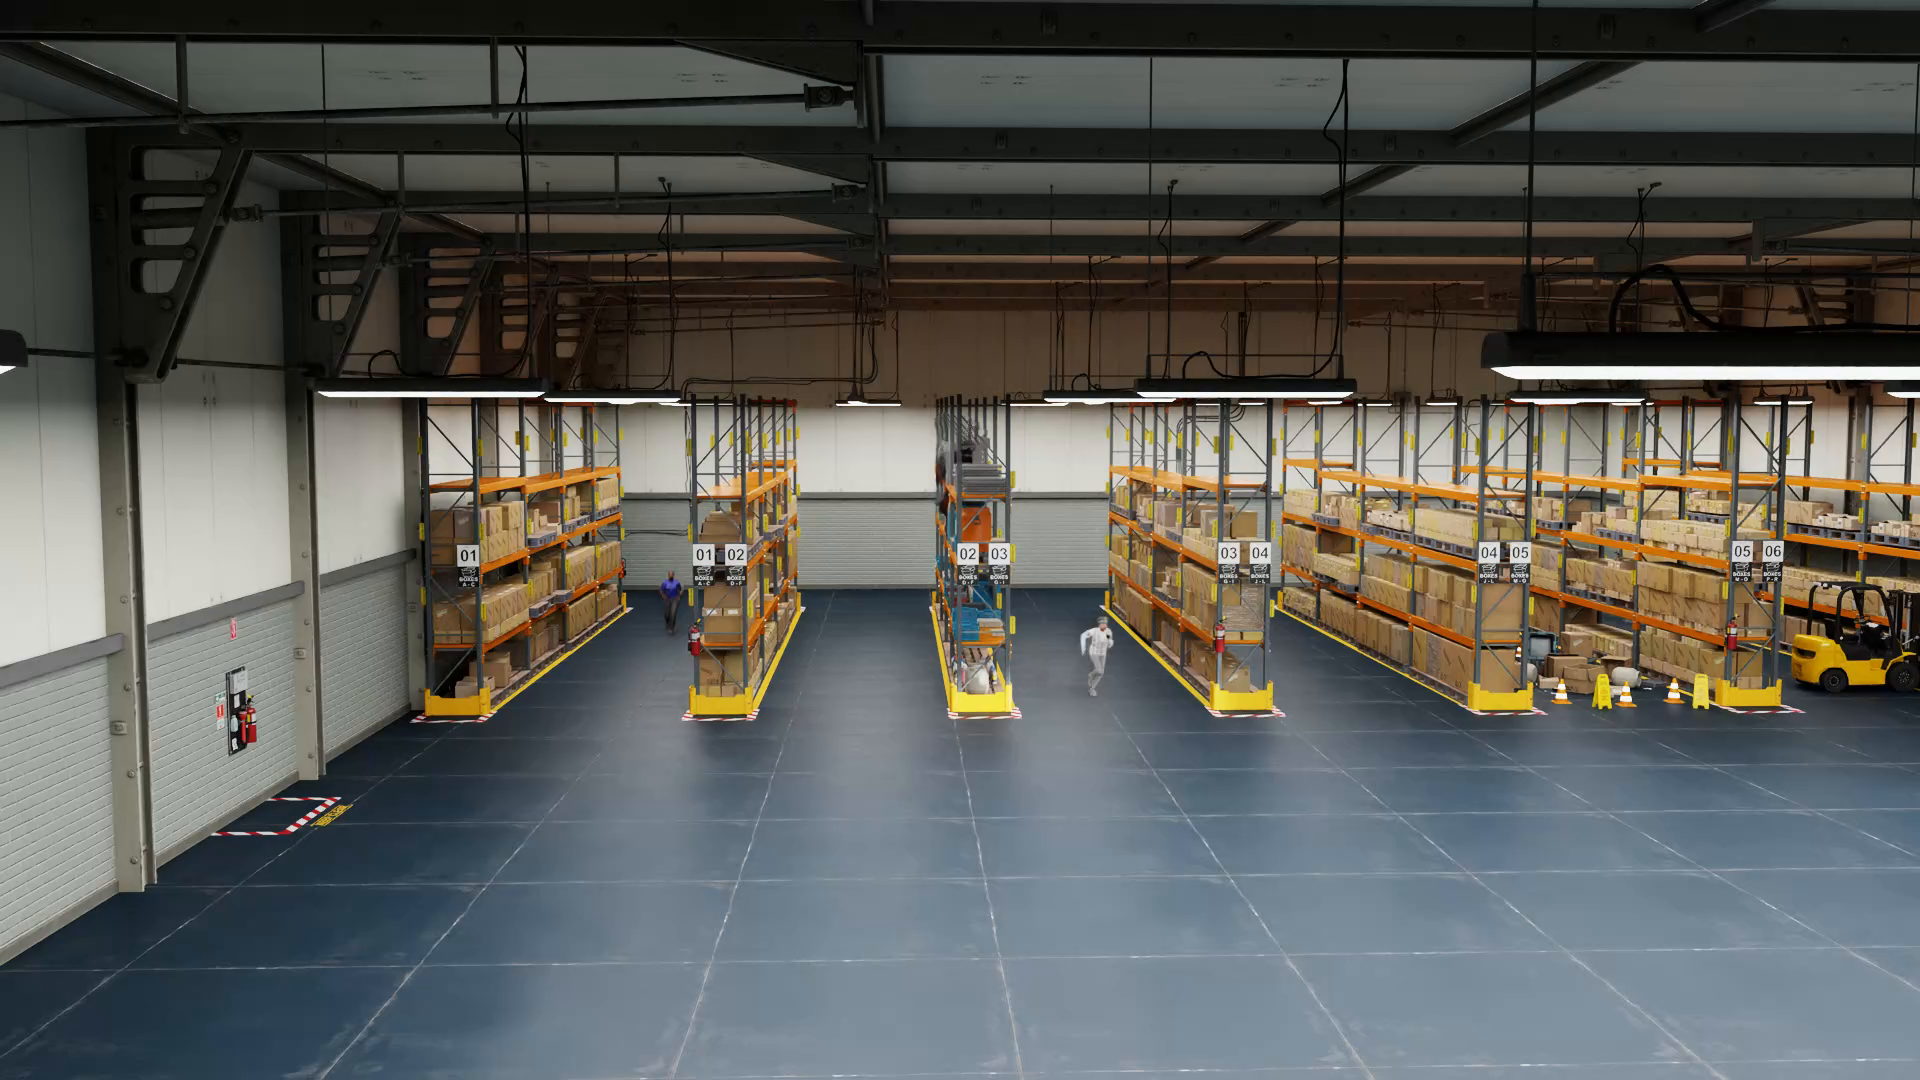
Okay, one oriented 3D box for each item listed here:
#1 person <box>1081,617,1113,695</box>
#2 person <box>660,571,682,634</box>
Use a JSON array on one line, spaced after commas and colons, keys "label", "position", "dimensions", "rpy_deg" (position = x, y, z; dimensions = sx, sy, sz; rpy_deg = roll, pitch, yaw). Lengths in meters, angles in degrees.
[{"label": "person", "position": [2.774, 2.315, 33.168], "dimensions": [0.602, 1.612, 0.681], "rpy_deg": [-2, 5, -26]}, {"label": "person", "position": [-7.365, 1.579, 42.456], "dimensions": [0.562, 1.609, 0.589], "rpy_deg": [-1, 5, -10]}]
